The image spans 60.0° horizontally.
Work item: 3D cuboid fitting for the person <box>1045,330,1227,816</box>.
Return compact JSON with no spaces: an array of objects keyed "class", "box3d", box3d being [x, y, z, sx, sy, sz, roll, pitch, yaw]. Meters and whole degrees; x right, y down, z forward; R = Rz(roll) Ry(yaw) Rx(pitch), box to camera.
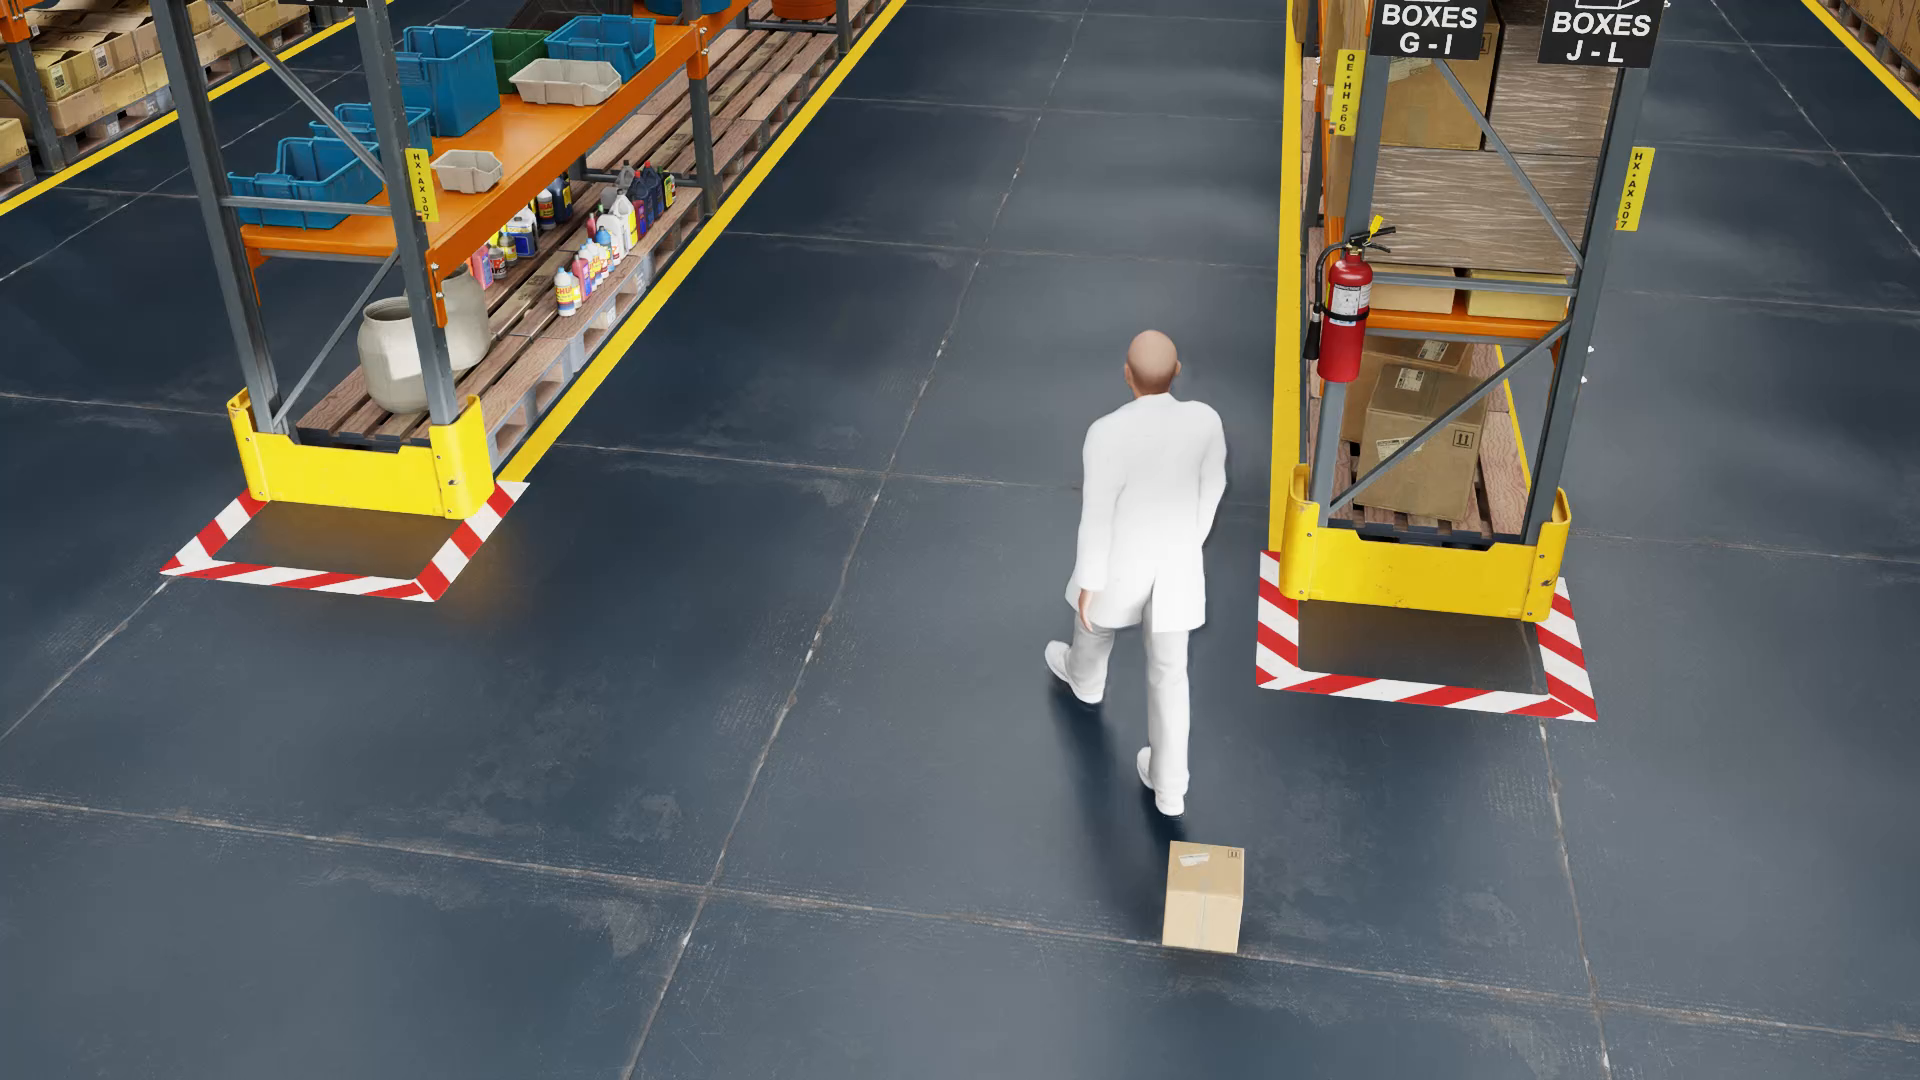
[{"class":"person","box3d":[0.657,0.028,6.088,0.607,1.713,1.099,-6,33,-10]}]
